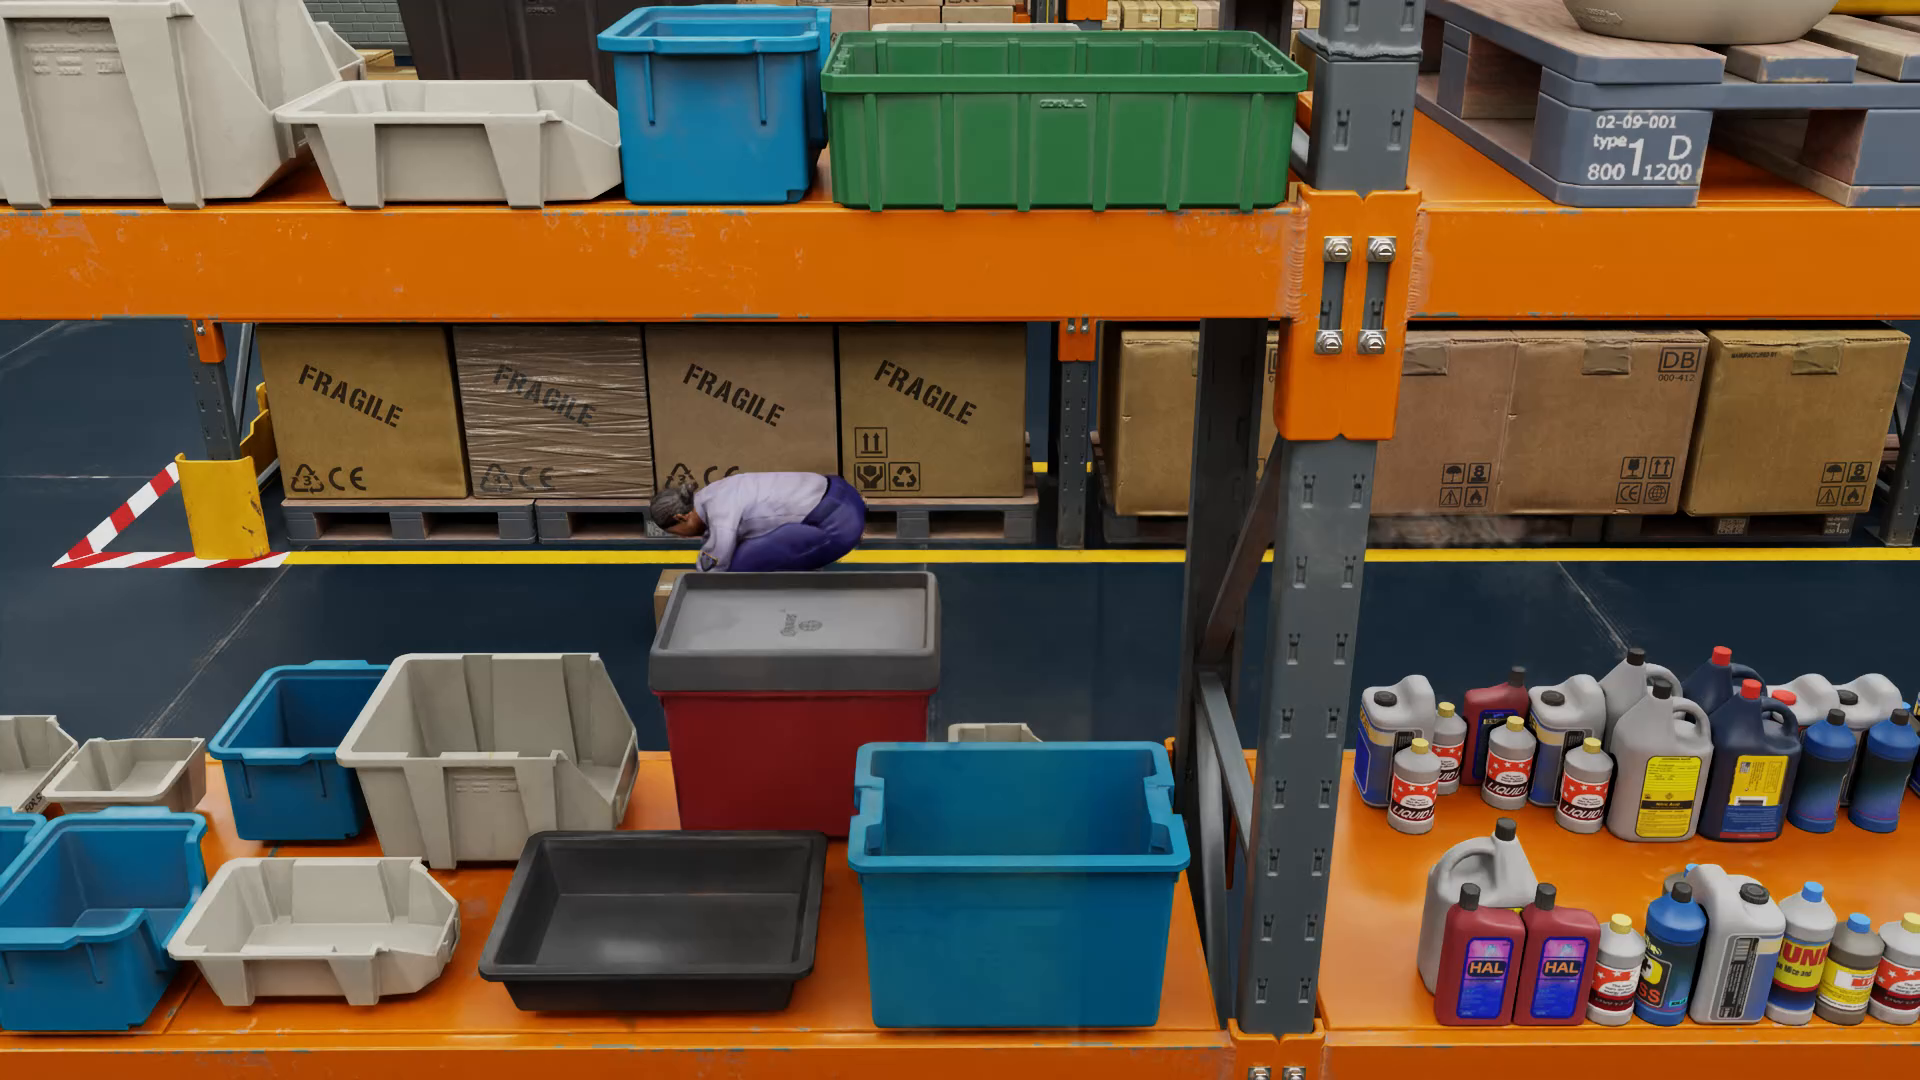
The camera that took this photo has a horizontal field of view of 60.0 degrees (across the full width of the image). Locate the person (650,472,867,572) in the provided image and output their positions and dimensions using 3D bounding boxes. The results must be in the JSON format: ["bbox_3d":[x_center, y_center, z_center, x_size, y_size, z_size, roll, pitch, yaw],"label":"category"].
[{"bbox_3d":[-0.846,0.082,7.085,0.902,0.738,0.499,-1,24,-2],"label":"person"}]
